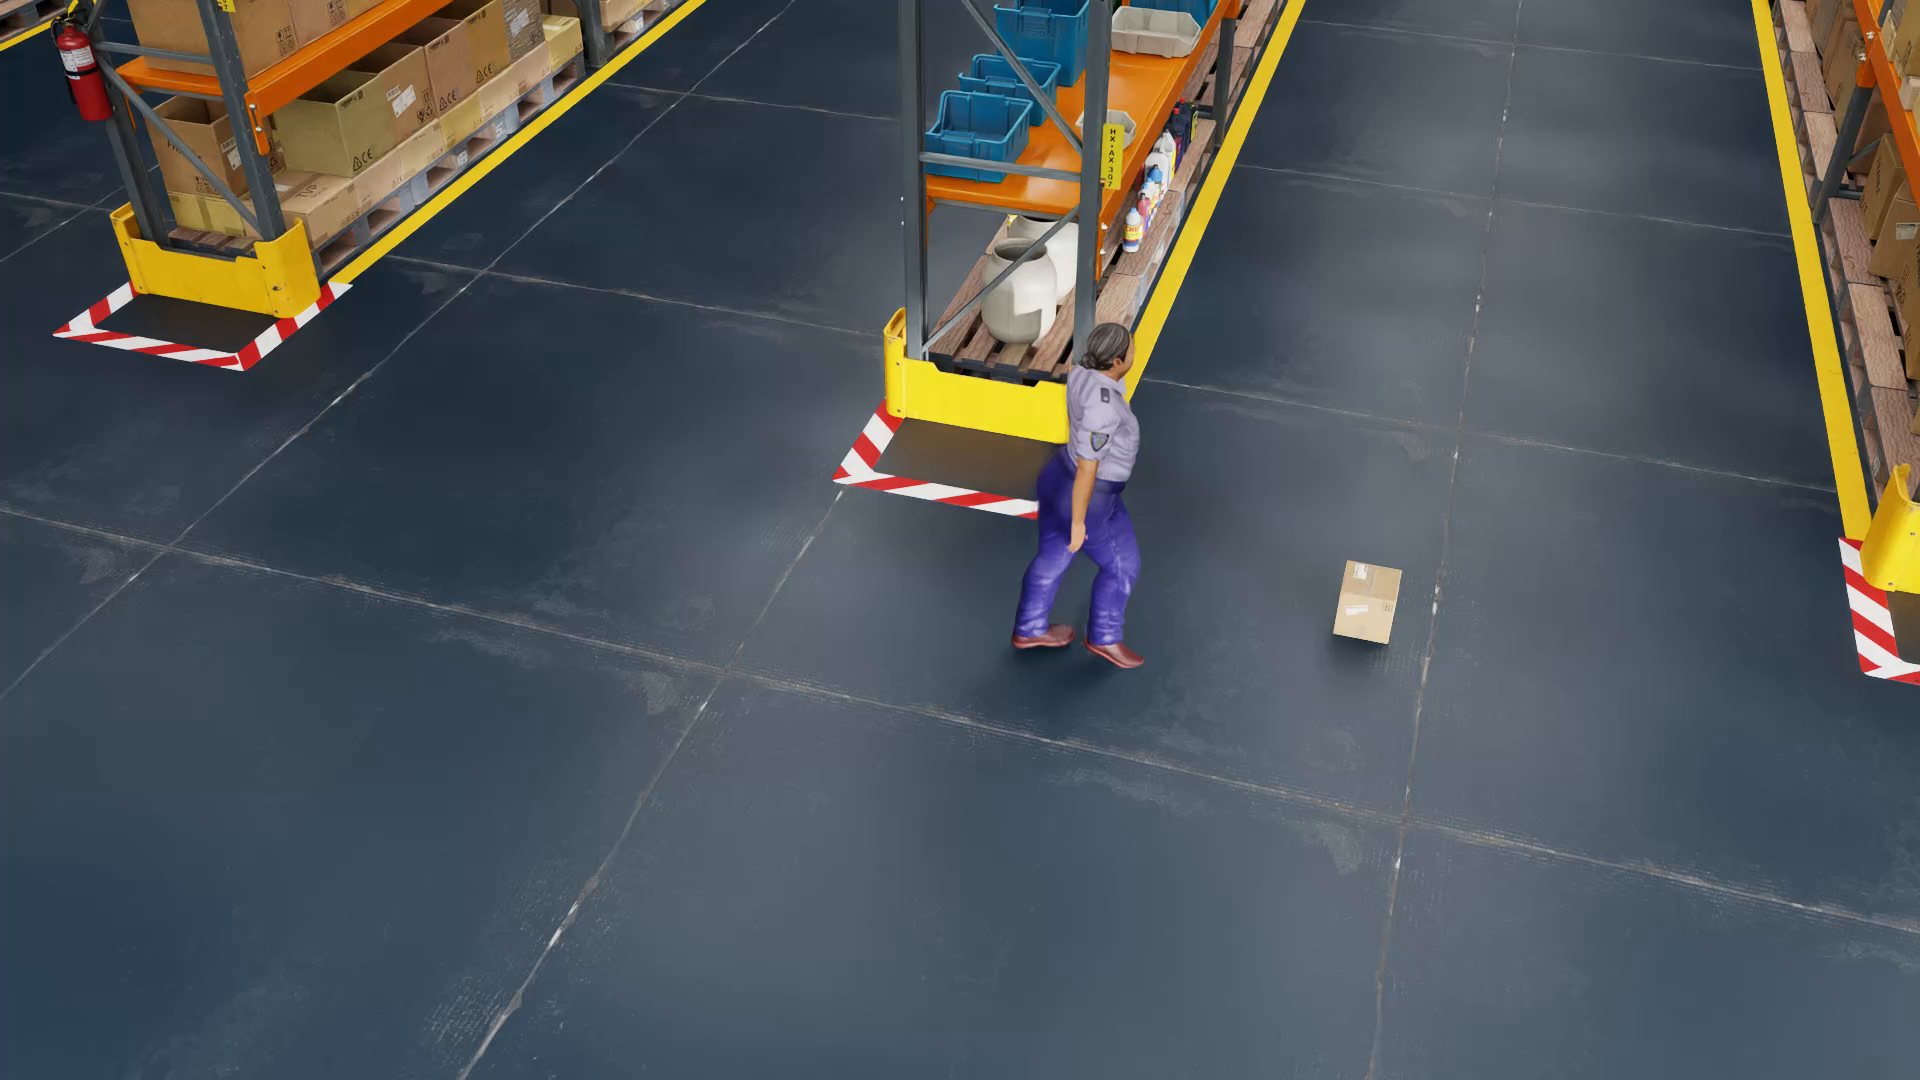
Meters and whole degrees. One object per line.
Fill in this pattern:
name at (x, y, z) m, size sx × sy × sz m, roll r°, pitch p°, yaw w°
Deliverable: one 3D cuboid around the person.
person at (0.509, -0.164, 7.161) m, size 0.566 × 1.674 × 0.505 m, roll -10°, pitch 38°, yaw -13°
